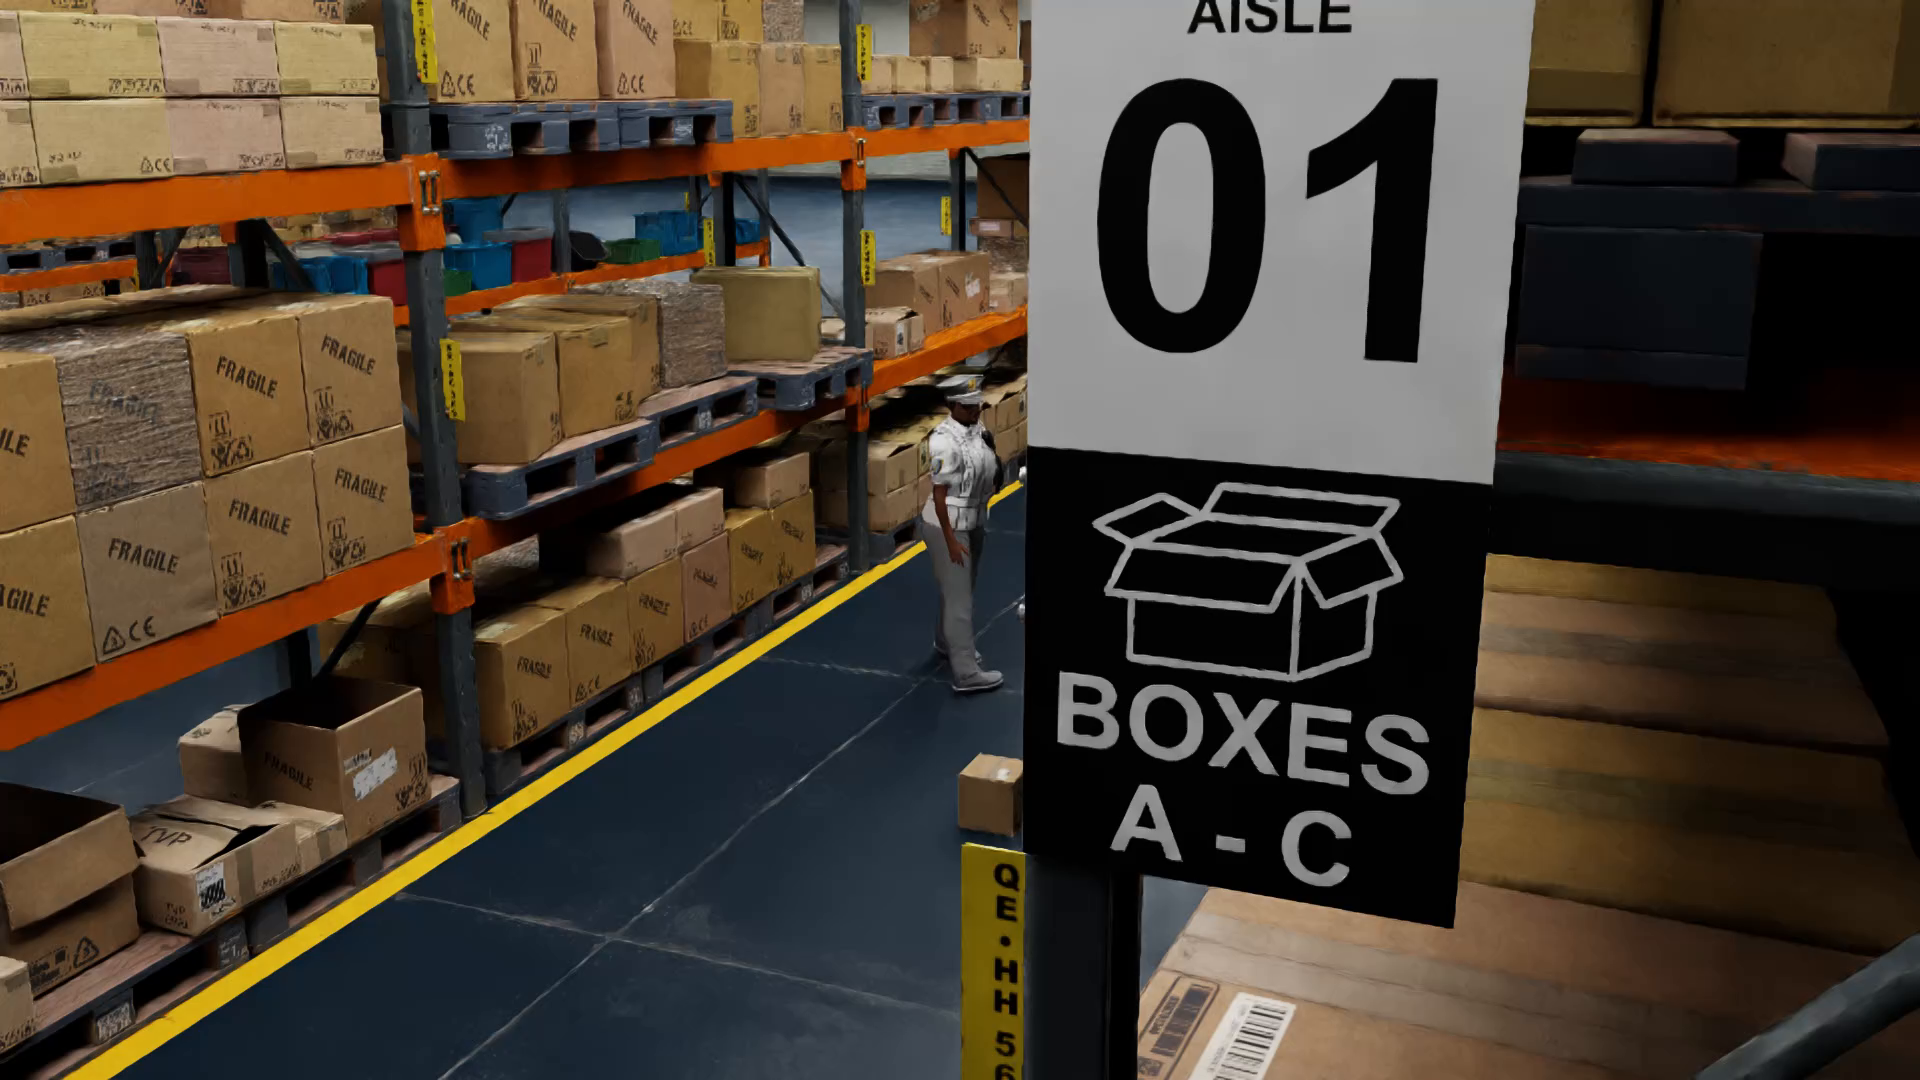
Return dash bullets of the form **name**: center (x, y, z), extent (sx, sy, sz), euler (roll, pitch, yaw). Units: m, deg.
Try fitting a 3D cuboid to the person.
- **person**: center (0.016, -0.063, 8.771), extent (0.562, 1.669, 0.580), euler (8, 18, 27)
